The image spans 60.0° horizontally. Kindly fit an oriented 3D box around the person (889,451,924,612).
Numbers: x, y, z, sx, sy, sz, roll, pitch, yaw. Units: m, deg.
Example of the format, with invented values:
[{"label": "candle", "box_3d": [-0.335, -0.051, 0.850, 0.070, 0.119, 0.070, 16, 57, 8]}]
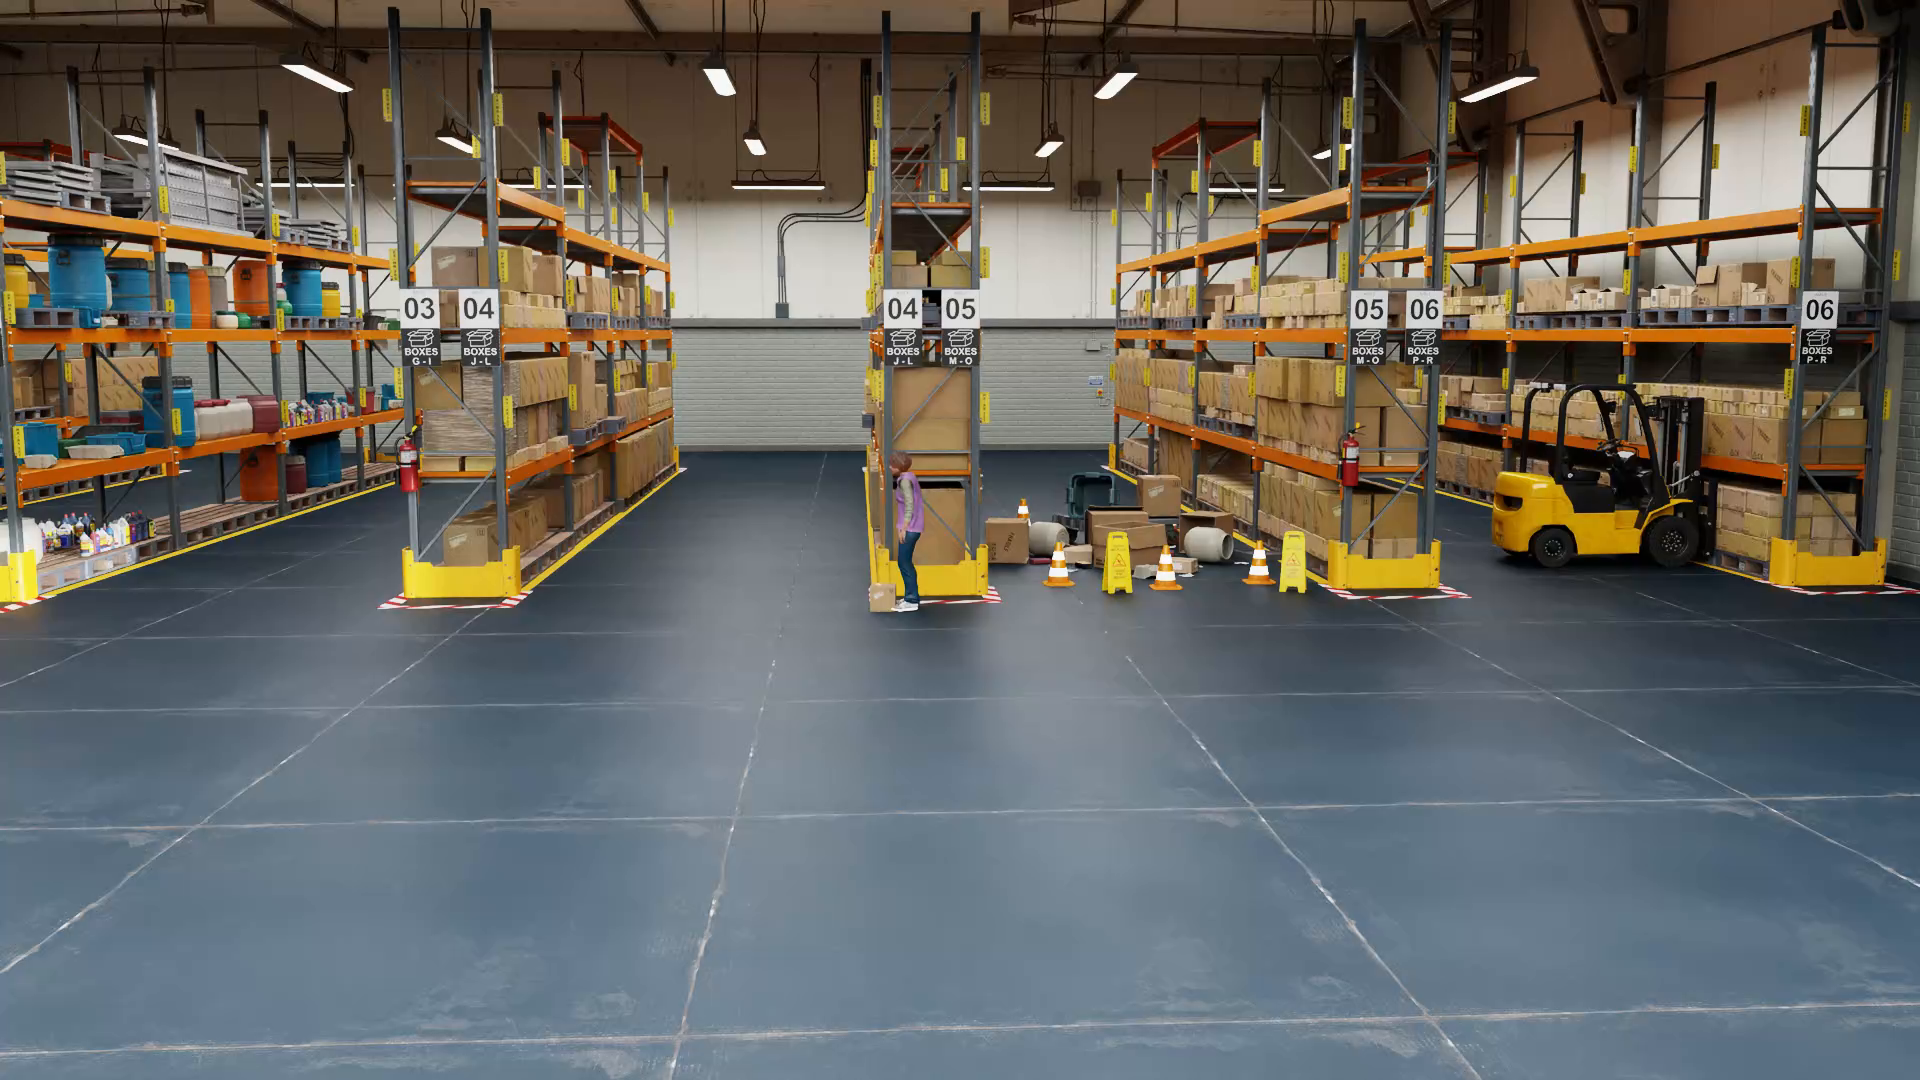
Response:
[{"label": "person", "box_3d": [-0.528, -0.094, 16.555, 0.347, 1.593, 0.464, 0, 7, 1]}]
